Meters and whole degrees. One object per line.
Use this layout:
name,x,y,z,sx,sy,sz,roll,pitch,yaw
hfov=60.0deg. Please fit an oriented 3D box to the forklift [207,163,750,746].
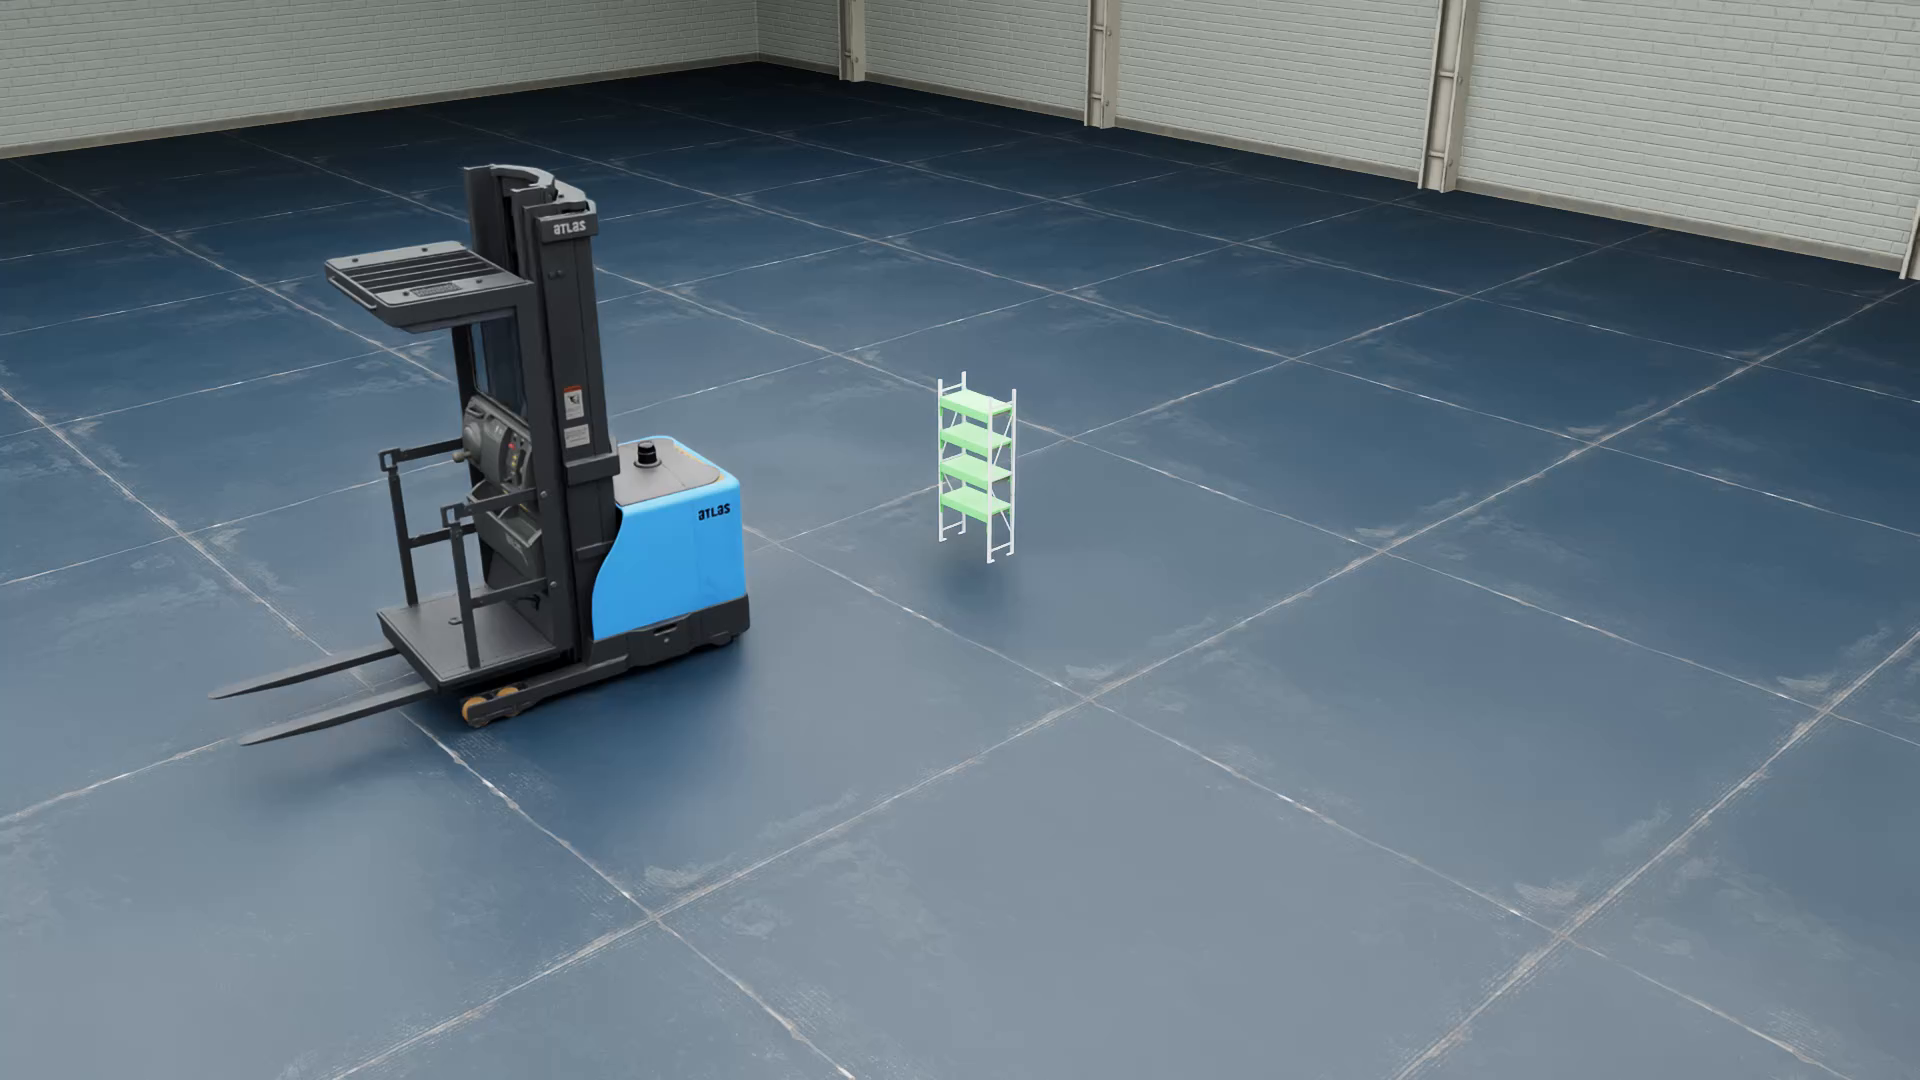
forklift,-2.800,-0.523,9.365,3.031,2.935,1.130,-17,29,-33

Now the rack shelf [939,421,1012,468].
rack shelf,0.113,-0.656,11.318,0.258,0.148,0.480,-21,32,-38

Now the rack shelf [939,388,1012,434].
rack shelf,0.113,-0.874,11.218,0.258,0.148,0.480,-21,32,-38

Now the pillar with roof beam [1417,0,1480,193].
pillar with roof beam,3.134,-7.499,17.345,9.100,9.000,0.400,-21,32,-38

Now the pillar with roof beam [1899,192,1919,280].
pillar with roof beam,7.235,-5.681,13.360,9.100,9.000,0.400,-21,32,-38

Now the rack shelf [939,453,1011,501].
rack shelf,0.113,-0.438,11.418,0.258,0.148,0.480,-21,32,-38

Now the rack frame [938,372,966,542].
rack frame,-0.054,-0.570,11.553,0.240,1.200,0.015,-21,32,-38

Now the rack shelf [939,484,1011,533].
rack shelf,0.113,-0.219,11.517,0.258,0.148,0.480,-21,32,-38

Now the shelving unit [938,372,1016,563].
shelving unit,0.113,-0.496,11.391,0.258,1.200,0.503,-21,32,-38

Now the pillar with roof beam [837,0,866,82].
pillar with roof beam,-5.068,-11.134,25.315,9.100,9.000,0.400,-21,32,-38

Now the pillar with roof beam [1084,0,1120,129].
pillar with roof beam,-0.967,-9.316,21.330,9.100,9.000,0.400,-21,32,-38

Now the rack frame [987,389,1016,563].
rack frame,0.280,-0.422,11.229,0.240,1.200,0.015,-21,32,-38
